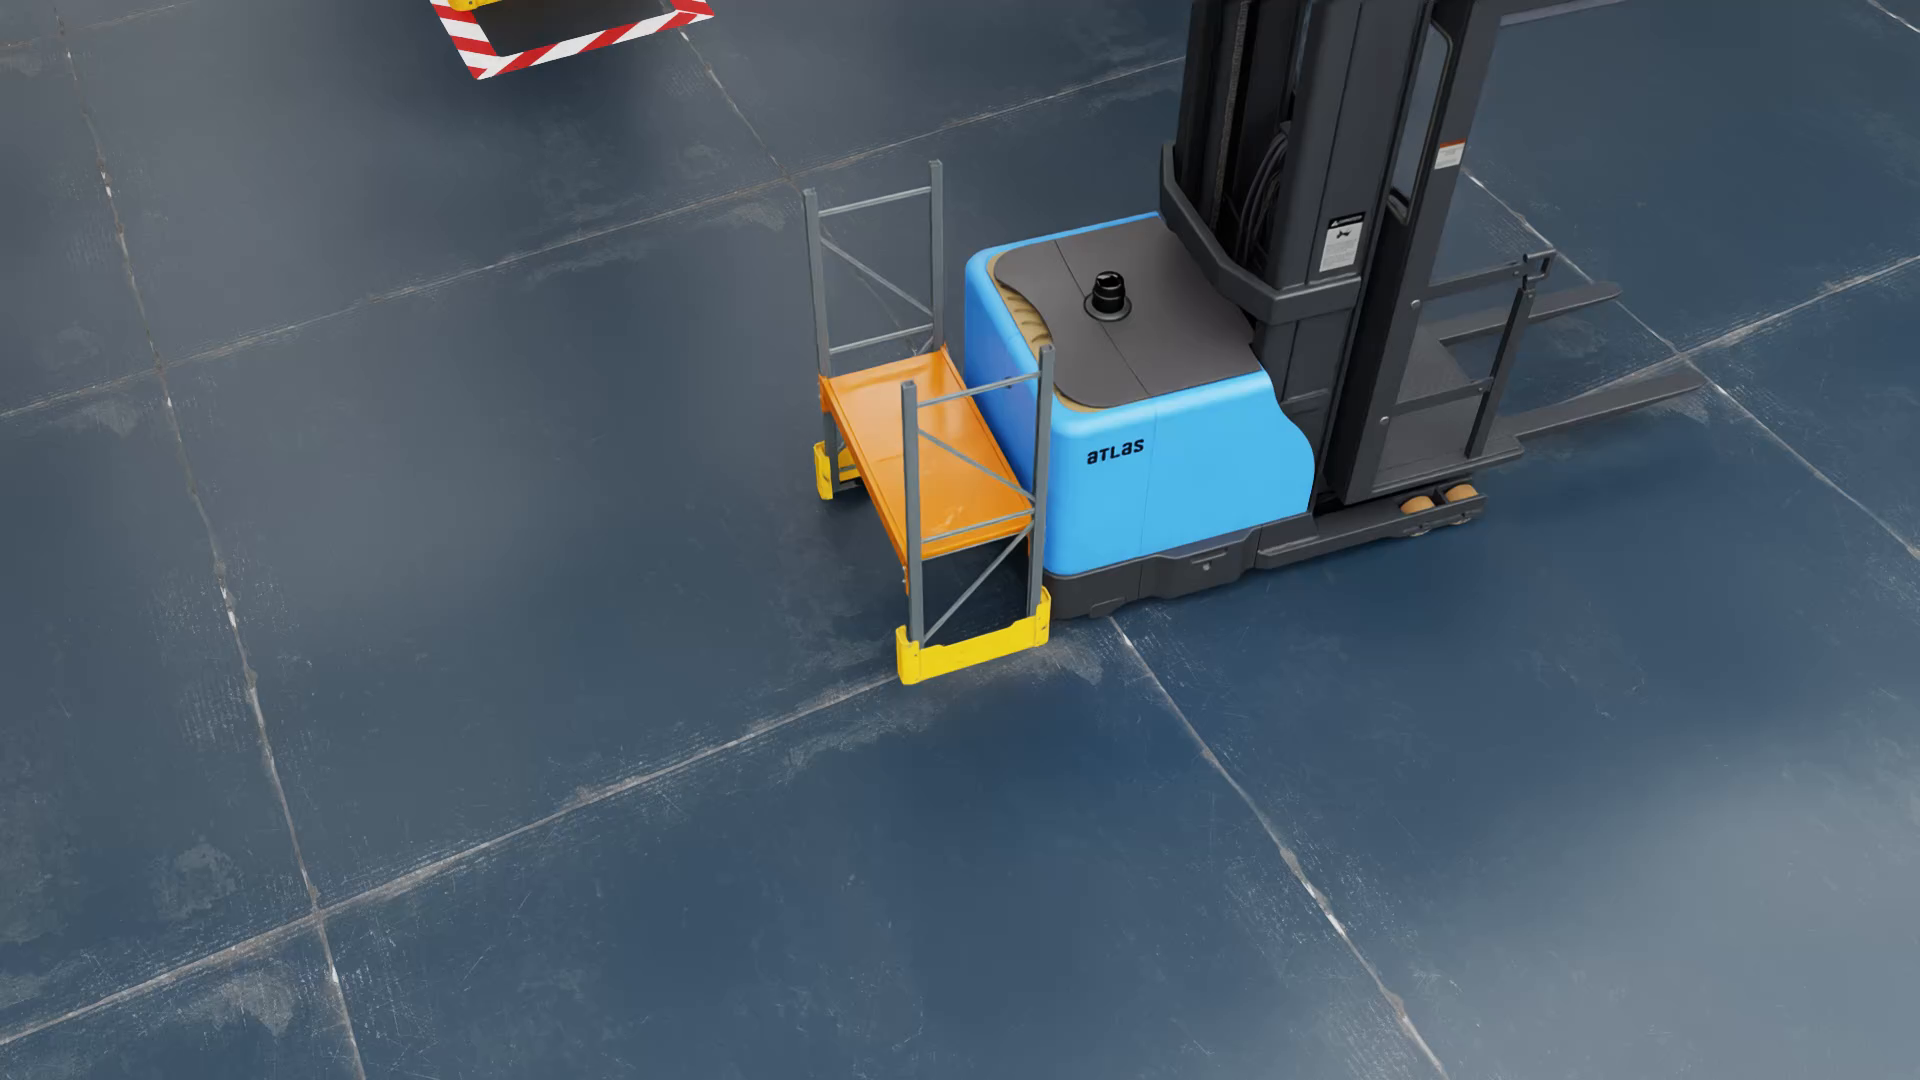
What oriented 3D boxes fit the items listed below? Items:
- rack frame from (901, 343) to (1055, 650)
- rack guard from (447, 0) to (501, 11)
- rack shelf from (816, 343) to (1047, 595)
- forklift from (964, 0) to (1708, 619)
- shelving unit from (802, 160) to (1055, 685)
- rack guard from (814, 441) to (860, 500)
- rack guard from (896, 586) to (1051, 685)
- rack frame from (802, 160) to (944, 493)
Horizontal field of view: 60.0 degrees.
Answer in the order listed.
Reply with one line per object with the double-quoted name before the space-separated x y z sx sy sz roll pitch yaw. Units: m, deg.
"rack frame" 0.058 -0.044 5.685 0.500 1.500 0.032 -16 51 -13
"rack guard" -2.349 -3.390 9.275 1.175 0.500 0.348 -21 52 -18
"rack shelf" -0.122 -0.284 6.133 0.538 0.185 1.000 -16 51 -13
"forklift" 1.578 -1.343 5.870 3.031 2.935 1.130 -15 50 -13
"shelving unit" -0.125 -0.409 6.003 0.587 1.500 1.083 -16 51 -13
"rack guard" -0.300 -0.348 6.781 0.587 0.250 0.087 -16 51 -13
"rack guard" 0.051 0.354 6.167 0.587 0.250 0.087 -16 51 -13
"rack frame" -0.301 -0.760 6.311 0.500 1.500 0.032 -16 51 -13
